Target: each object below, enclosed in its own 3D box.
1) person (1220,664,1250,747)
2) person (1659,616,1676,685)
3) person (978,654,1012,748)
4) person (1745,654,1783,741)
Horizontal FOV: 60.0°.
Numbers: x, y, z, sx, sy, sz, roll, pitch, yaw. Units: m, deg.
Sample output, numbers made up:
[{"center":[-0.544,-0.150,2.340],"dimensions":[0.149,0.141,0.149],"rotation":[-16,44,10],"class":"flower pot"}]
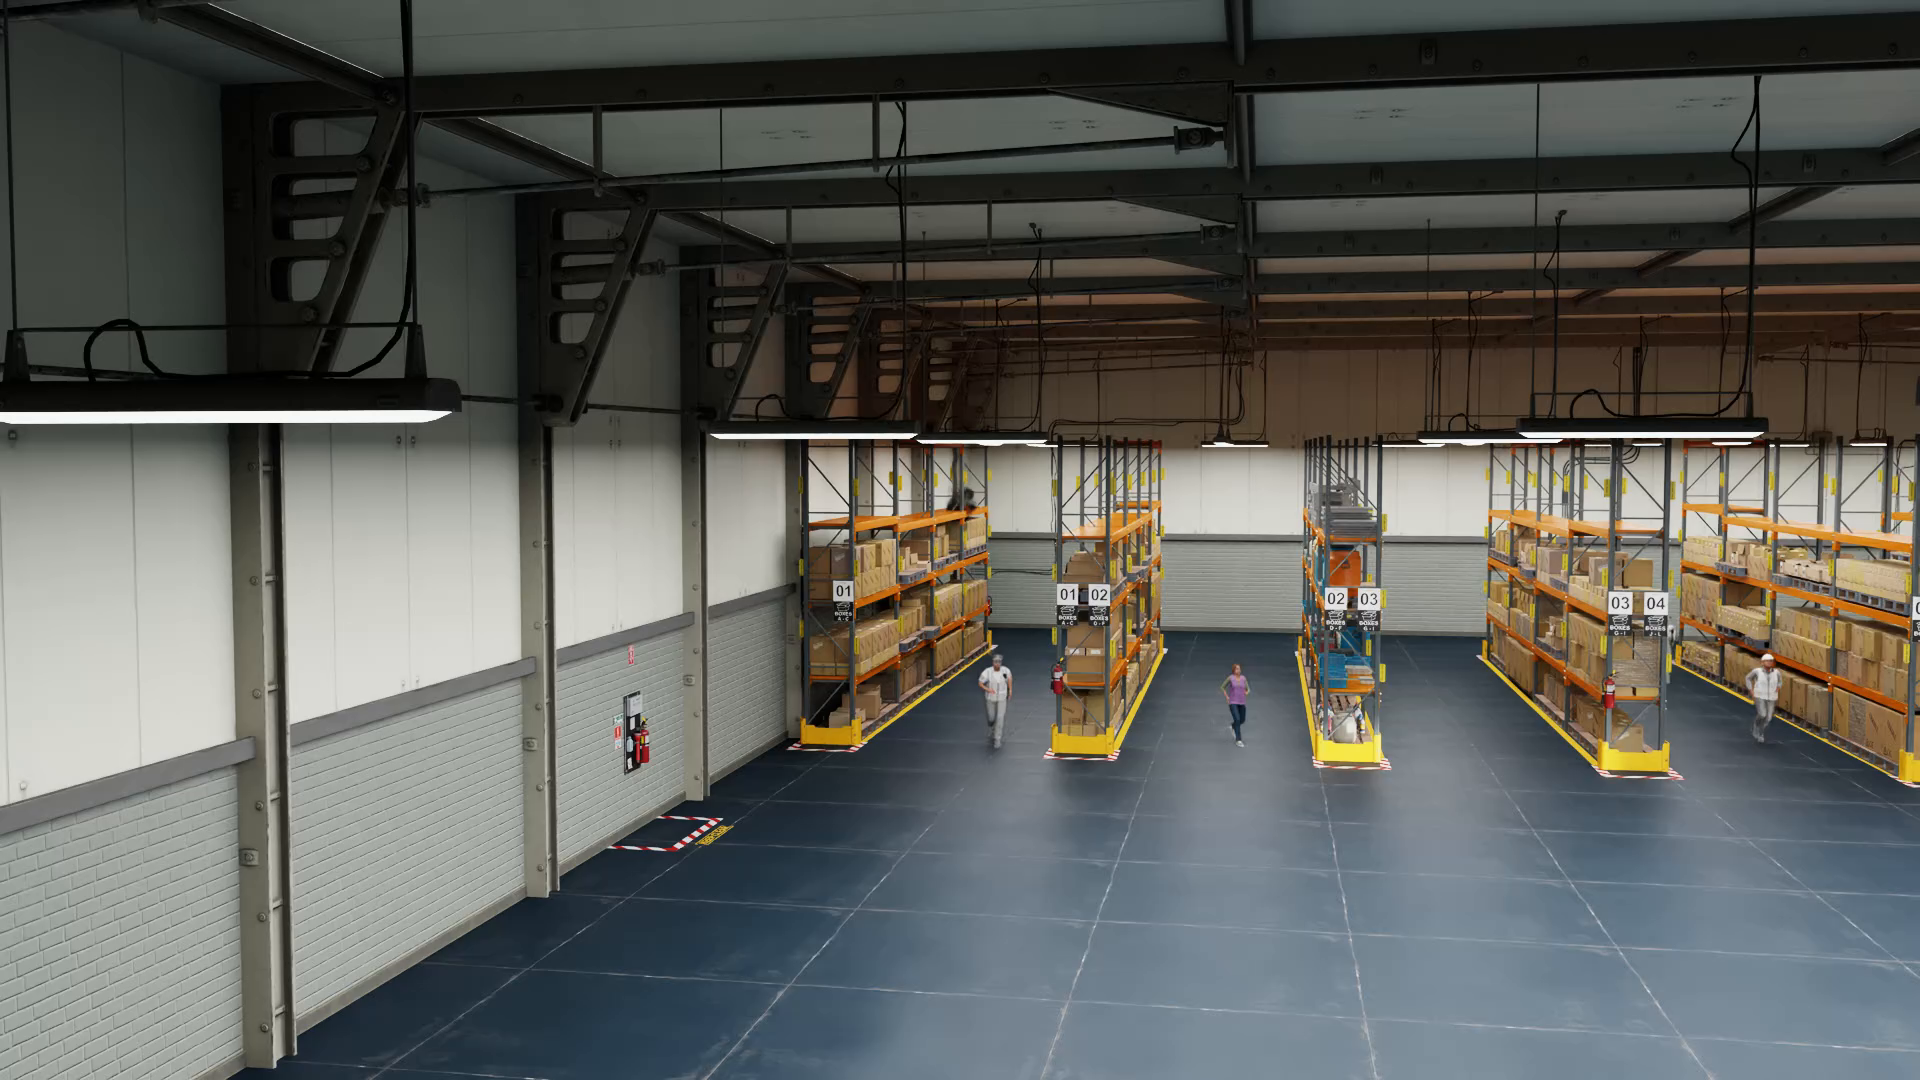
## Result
[{"center":[5.364,3.183,32.302],"dimensions":[0.548,1.568,0.803],"rotation":[-1,3,-12],"class":"person"},{"center":[17.373,2.679,41.078],"dimensions":[0.612,1.695,0.992],"rotation":[1,3,12],"class":"person"},{"center":[0.697,3.084,32.349],"dimensions":[0.683,1.766,1.042],"rotation":[0,3,-6],"class":"person"},{"center":[15.756,3.089,32.517],"dimensions":[0.659,1.730,0.642],"rotation":[0,3,6],"class":"person"}]
